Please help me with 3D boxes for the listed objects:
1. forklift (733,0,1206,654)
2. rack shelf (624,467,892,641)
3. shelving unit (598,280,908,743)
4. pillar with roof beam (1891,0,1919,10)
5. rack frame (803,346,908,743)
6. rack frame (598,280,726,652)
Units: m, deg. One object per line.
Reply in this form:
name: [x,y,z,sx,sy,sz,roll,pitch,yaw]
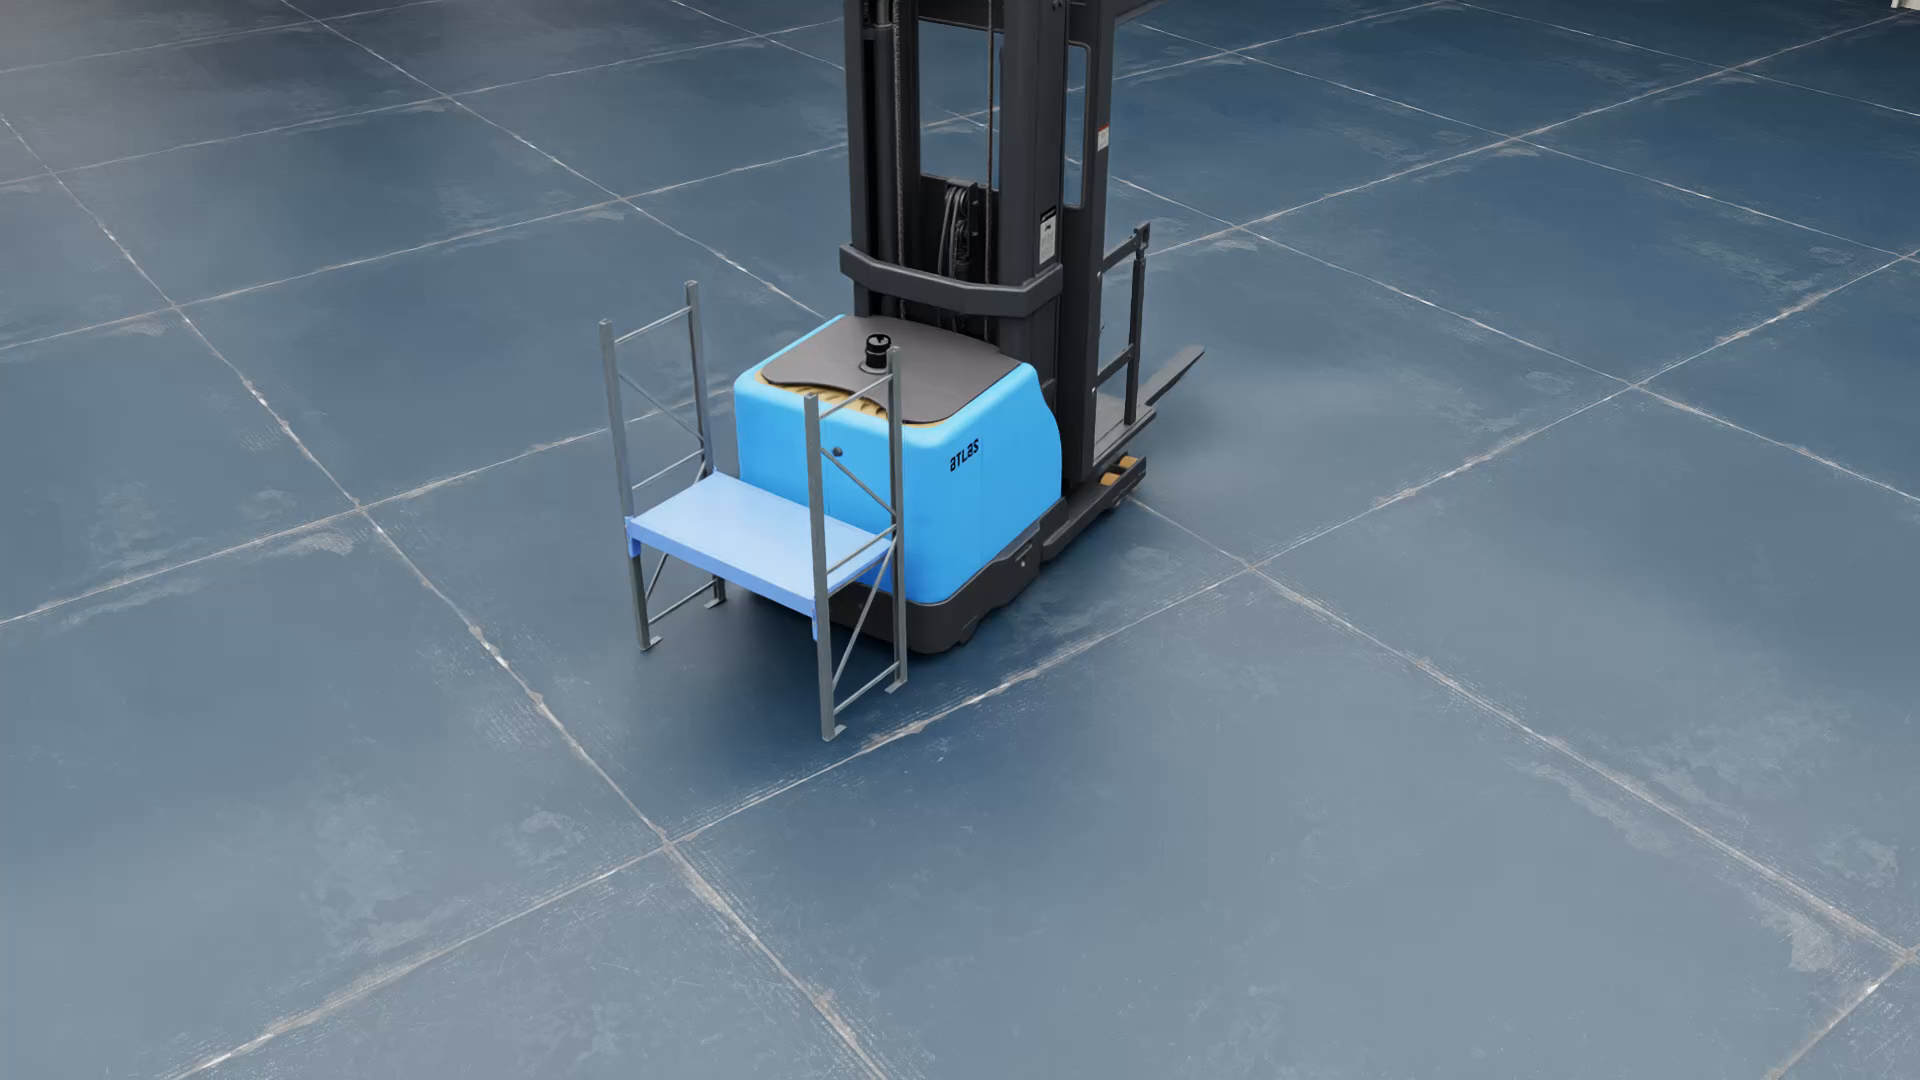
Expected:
forklift: [0.255,-1.518,7.417,1.130,2.935,3.031,18,36,26]
rack shelf: [-0.785,0.035,6.613,1.000,0.185,0.538,21,38,30]
shelving unit: [-0.785,-0.118,6.518,1.048,1.500,0.538,21,38,30]
pillar with roof beam: [5.810,-7.539,11.359,9.100,9.000,0.400,-22,38,-31]
rack frame: [-0.377,0.042,6.261,0.032,1.500,0.500,21,38,30]
rack frame: [-1.194,-0.277,6.775,0.032,1.500,0.500,21,38,30]
